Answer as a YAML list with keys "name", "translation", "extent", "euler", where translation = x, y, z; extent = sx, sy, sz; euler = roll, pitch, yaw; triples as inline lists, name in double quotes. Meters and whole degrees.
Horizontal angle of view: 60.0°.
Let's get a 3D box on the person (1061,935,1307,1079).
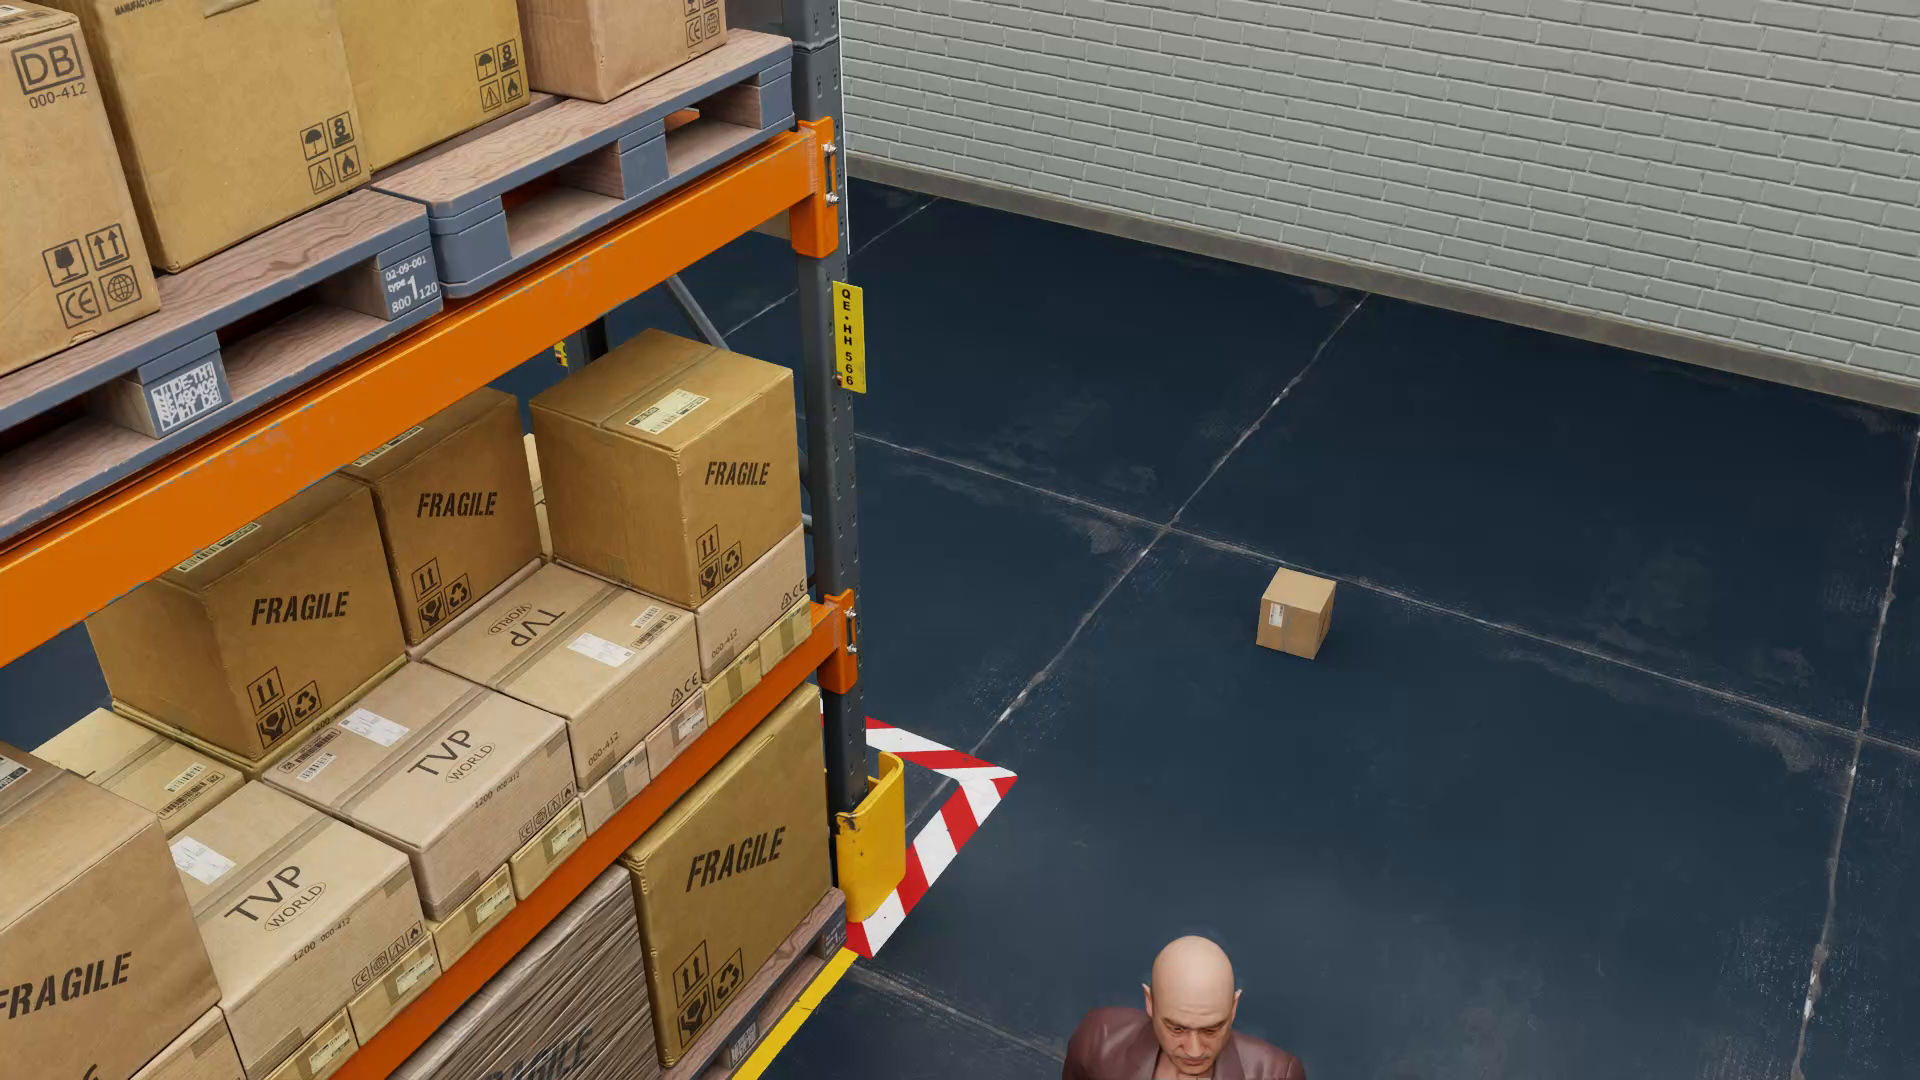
- name: "person"
  translation: [0.442, 1.629, 3.688]
  extent: [0.610, 1.796, 0.480]
  euler: [9, 35, 13]
